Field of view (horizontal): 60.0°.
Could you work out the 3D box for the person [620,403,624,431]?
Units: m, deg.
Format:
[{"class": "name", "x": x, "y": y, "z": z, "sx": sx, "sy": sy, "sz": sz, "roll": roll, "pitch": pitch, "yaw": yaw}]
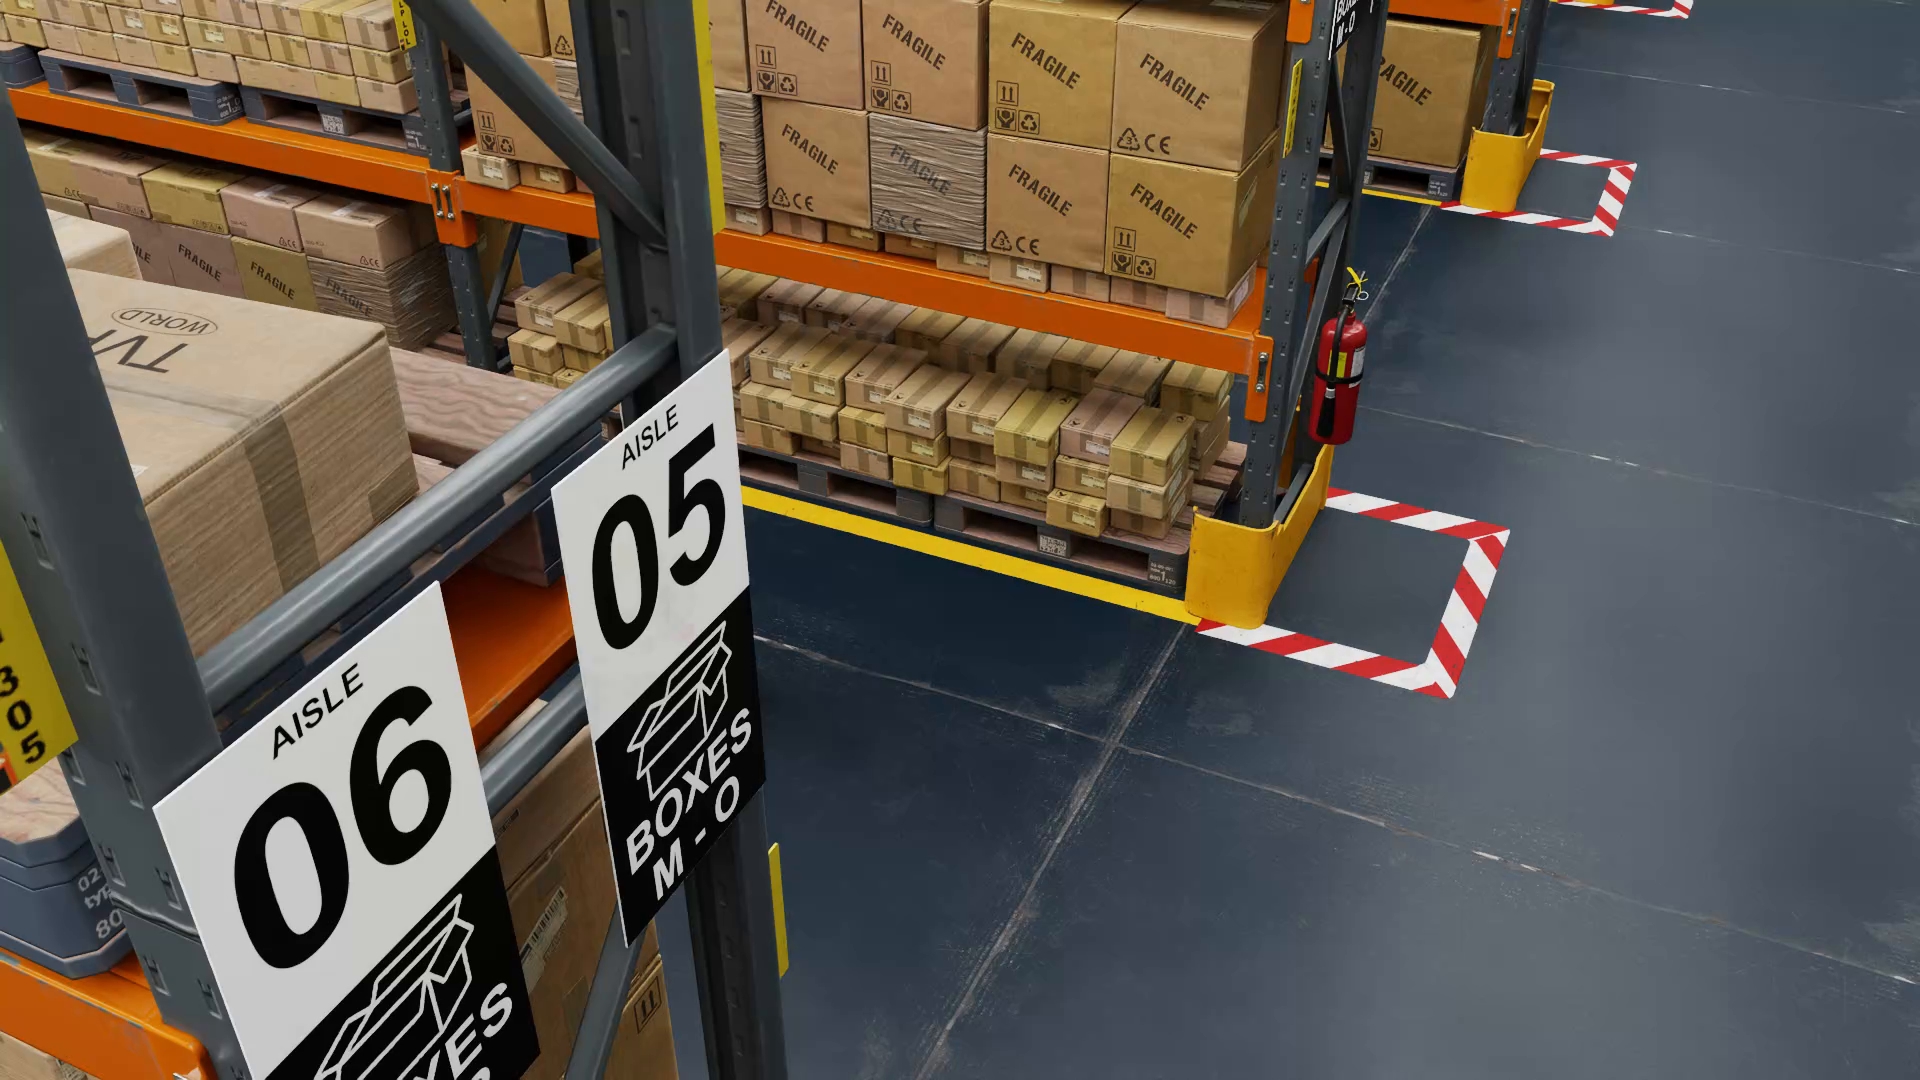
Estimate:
[{"class": "person", "x": -1.064, "y": -0.053, "z": 6.230, "sx": 0.461, "sy": 1.593, "sz": 0.365, "roll": 15, "pitch": 37, "yaw": 21}]
